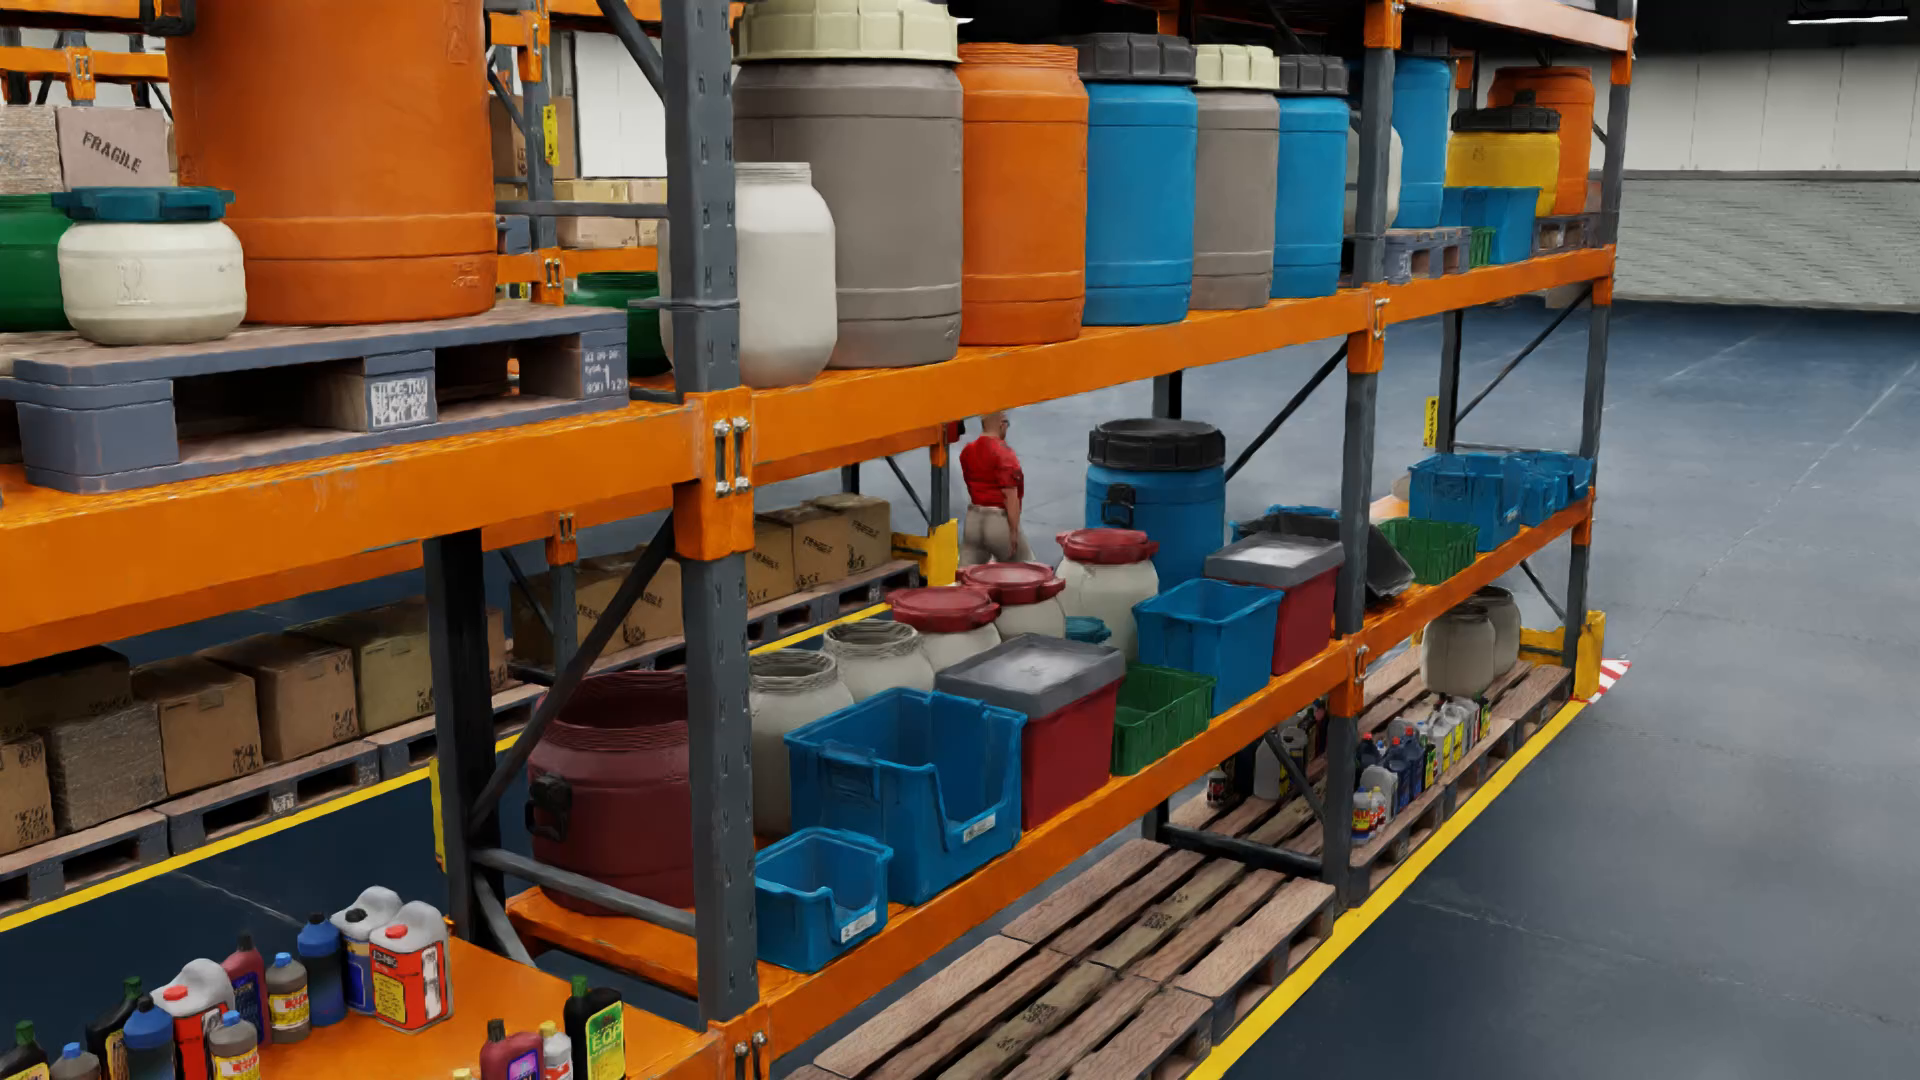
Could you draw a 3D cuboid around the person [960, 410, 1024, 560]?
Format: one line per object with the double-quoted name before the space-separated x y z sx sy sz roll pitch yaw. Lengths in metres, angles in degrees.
"person" 0.260 -0.414 11.271 0.558 1.004 0.366 11 17 40
